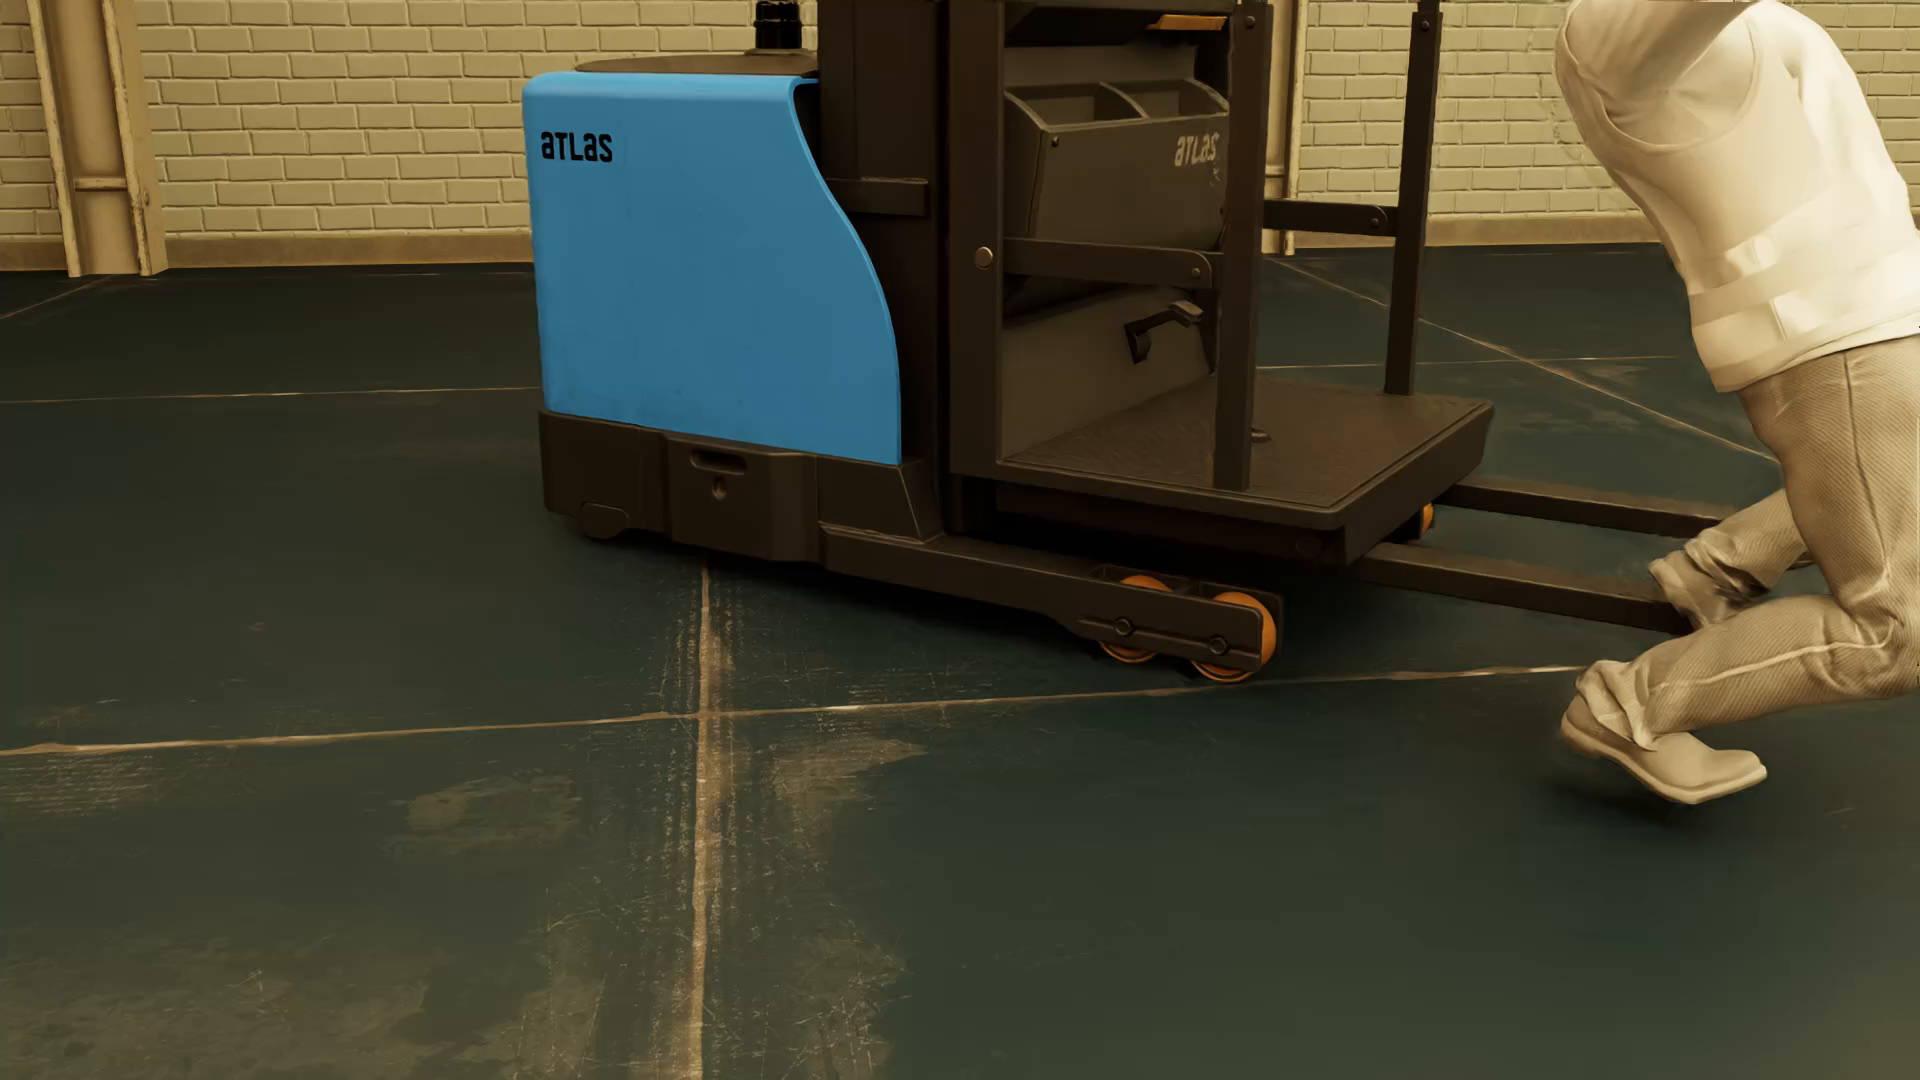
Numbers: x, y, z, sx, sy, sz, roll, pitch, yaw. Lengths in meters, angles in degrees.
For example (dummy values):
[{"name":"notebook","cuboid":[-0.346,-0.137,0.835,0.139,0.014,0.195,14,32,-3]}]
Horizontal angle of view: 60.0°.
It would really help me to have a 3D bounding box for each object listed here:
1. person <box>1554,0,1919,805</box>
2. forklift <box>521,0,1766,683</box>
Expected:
[{"name":"person","cuboid":[1.194,-0.429,2.477,0.770,1.591,1.020,8,19,25]},{"name":"forklift","cuboid":[0.525,-1.313,3.243,3.031,2.935,1.130,10,19,30]}]
